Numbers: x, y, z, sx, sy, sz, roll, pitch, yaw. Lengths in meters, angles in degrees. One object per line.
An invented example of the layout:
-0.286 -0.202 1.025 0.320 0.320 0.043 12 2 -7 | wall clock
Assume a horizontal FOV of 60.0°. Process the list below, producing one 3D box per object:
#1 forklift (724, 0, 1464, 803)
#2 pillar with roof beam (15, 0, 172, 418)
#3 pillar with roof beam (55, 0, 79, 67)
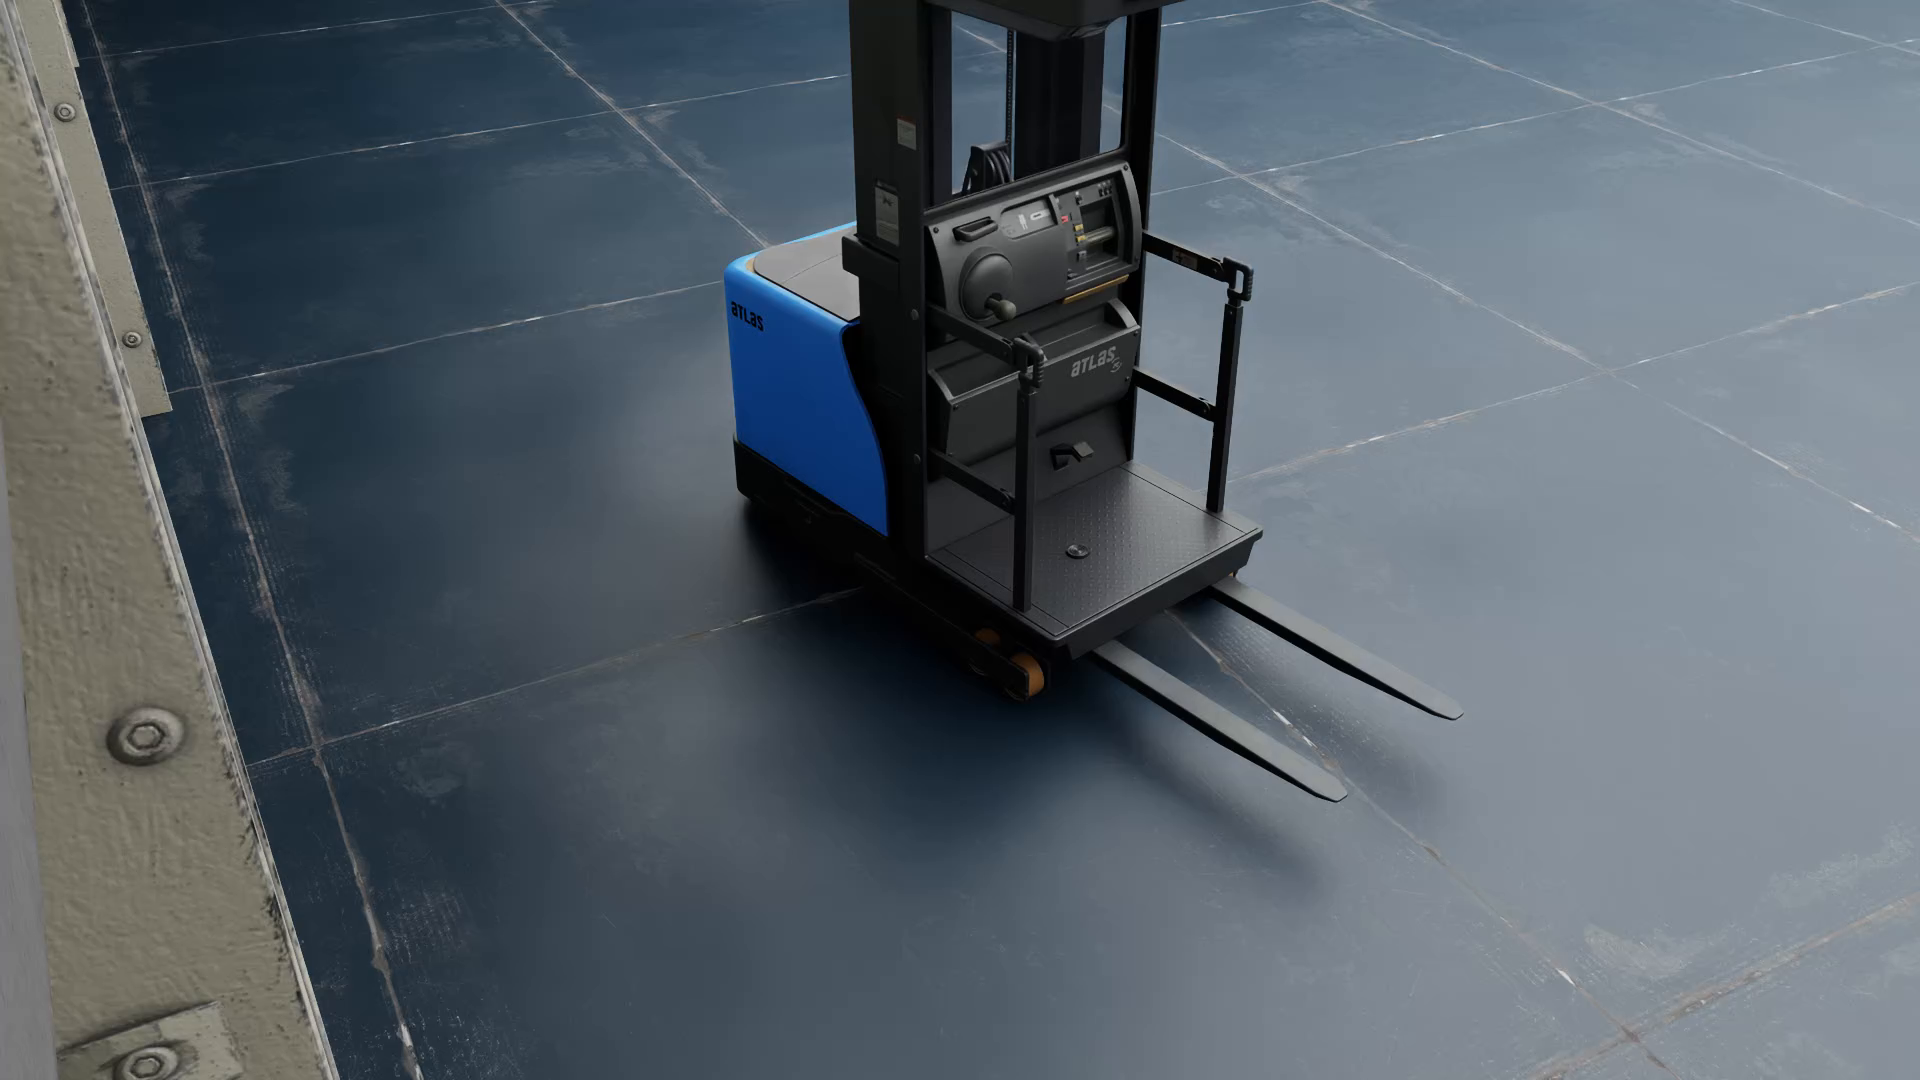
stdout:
0.411 -0.979 5.561 1.130 2.935 3.031 -25 40 -34 | forklift
-0.059 -5.525 7.032 9.100 9.000 0.400 -16 36 -23 | pillar with roof beam
-2.856 -8.388 11.501 9.100 9.000 0.400 -16 36 -23 | pillar with roof beam
